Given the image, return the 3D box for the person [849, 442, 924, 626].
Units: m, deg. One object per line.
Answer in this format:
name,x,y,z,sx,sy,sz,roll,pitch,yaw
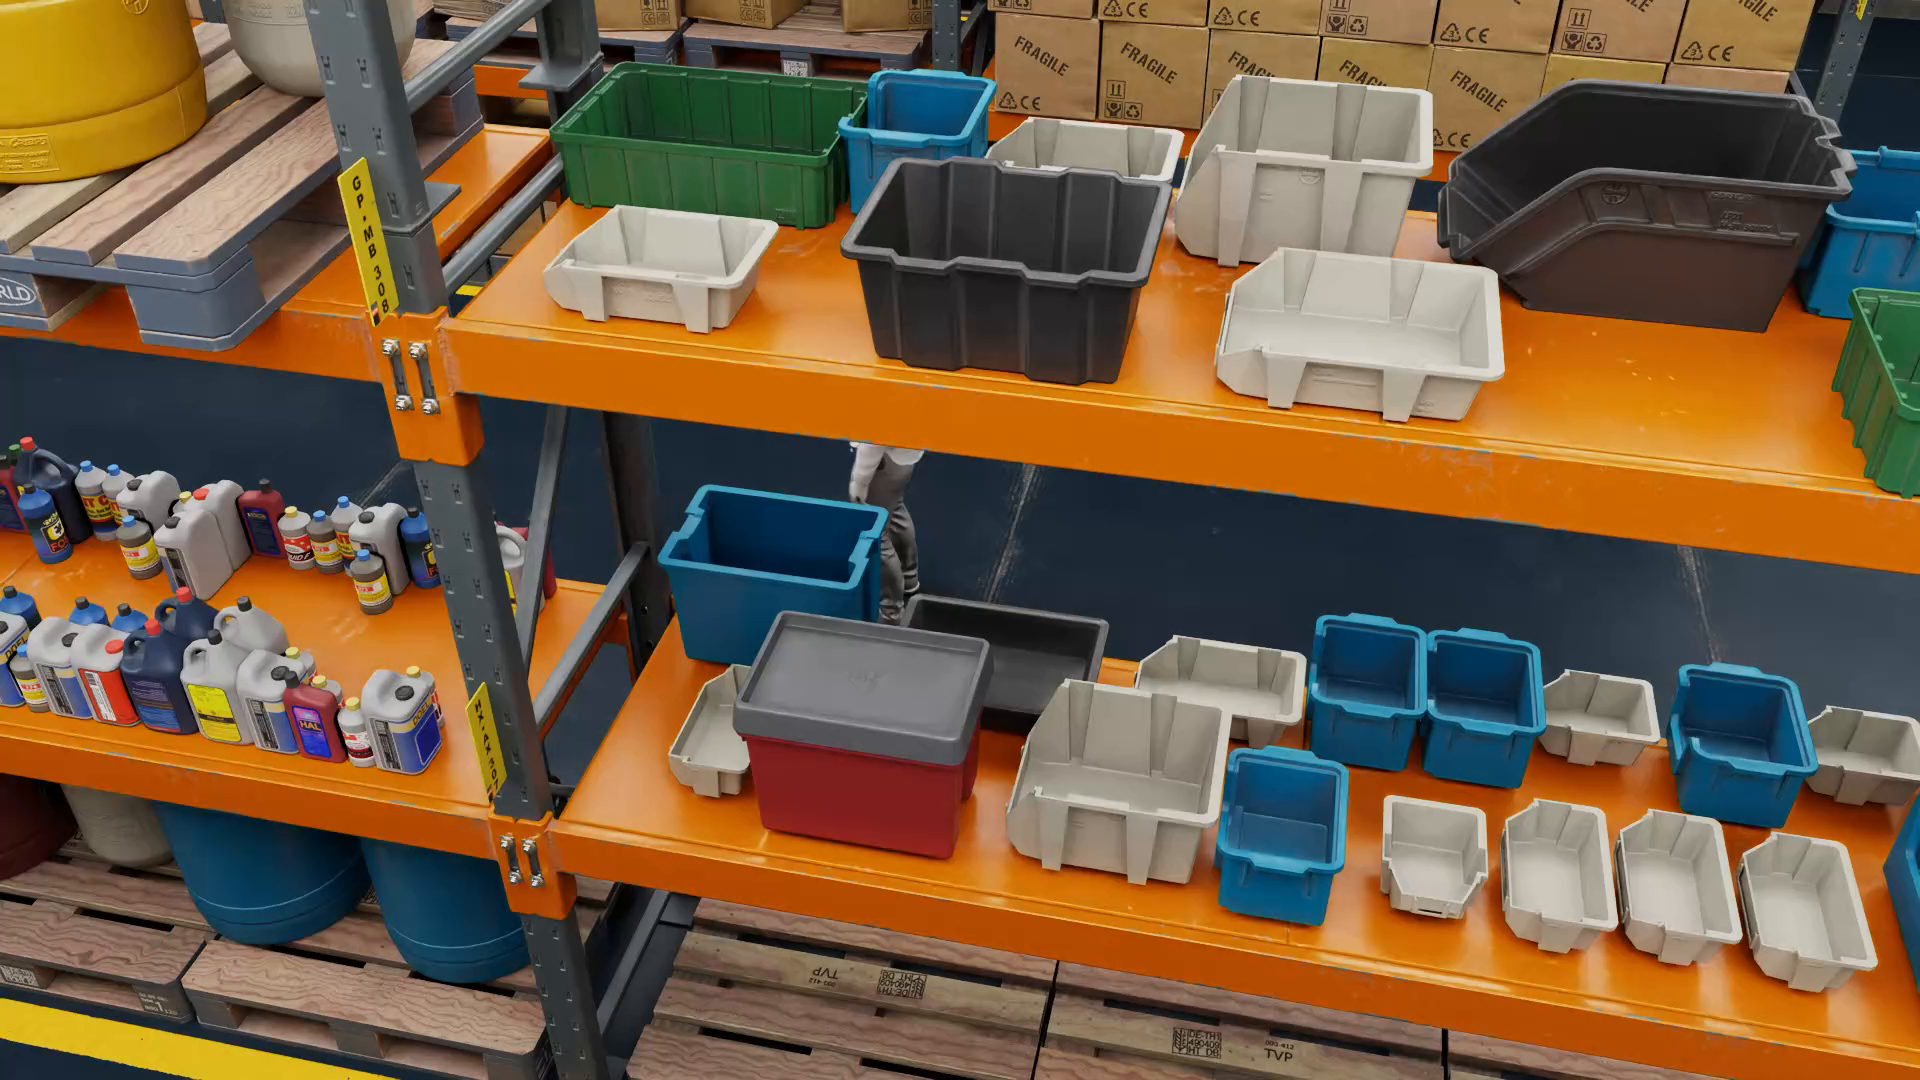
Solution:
person,-0.320,-0.359,6.623,0.369,1.667,0.547,6,37,8
